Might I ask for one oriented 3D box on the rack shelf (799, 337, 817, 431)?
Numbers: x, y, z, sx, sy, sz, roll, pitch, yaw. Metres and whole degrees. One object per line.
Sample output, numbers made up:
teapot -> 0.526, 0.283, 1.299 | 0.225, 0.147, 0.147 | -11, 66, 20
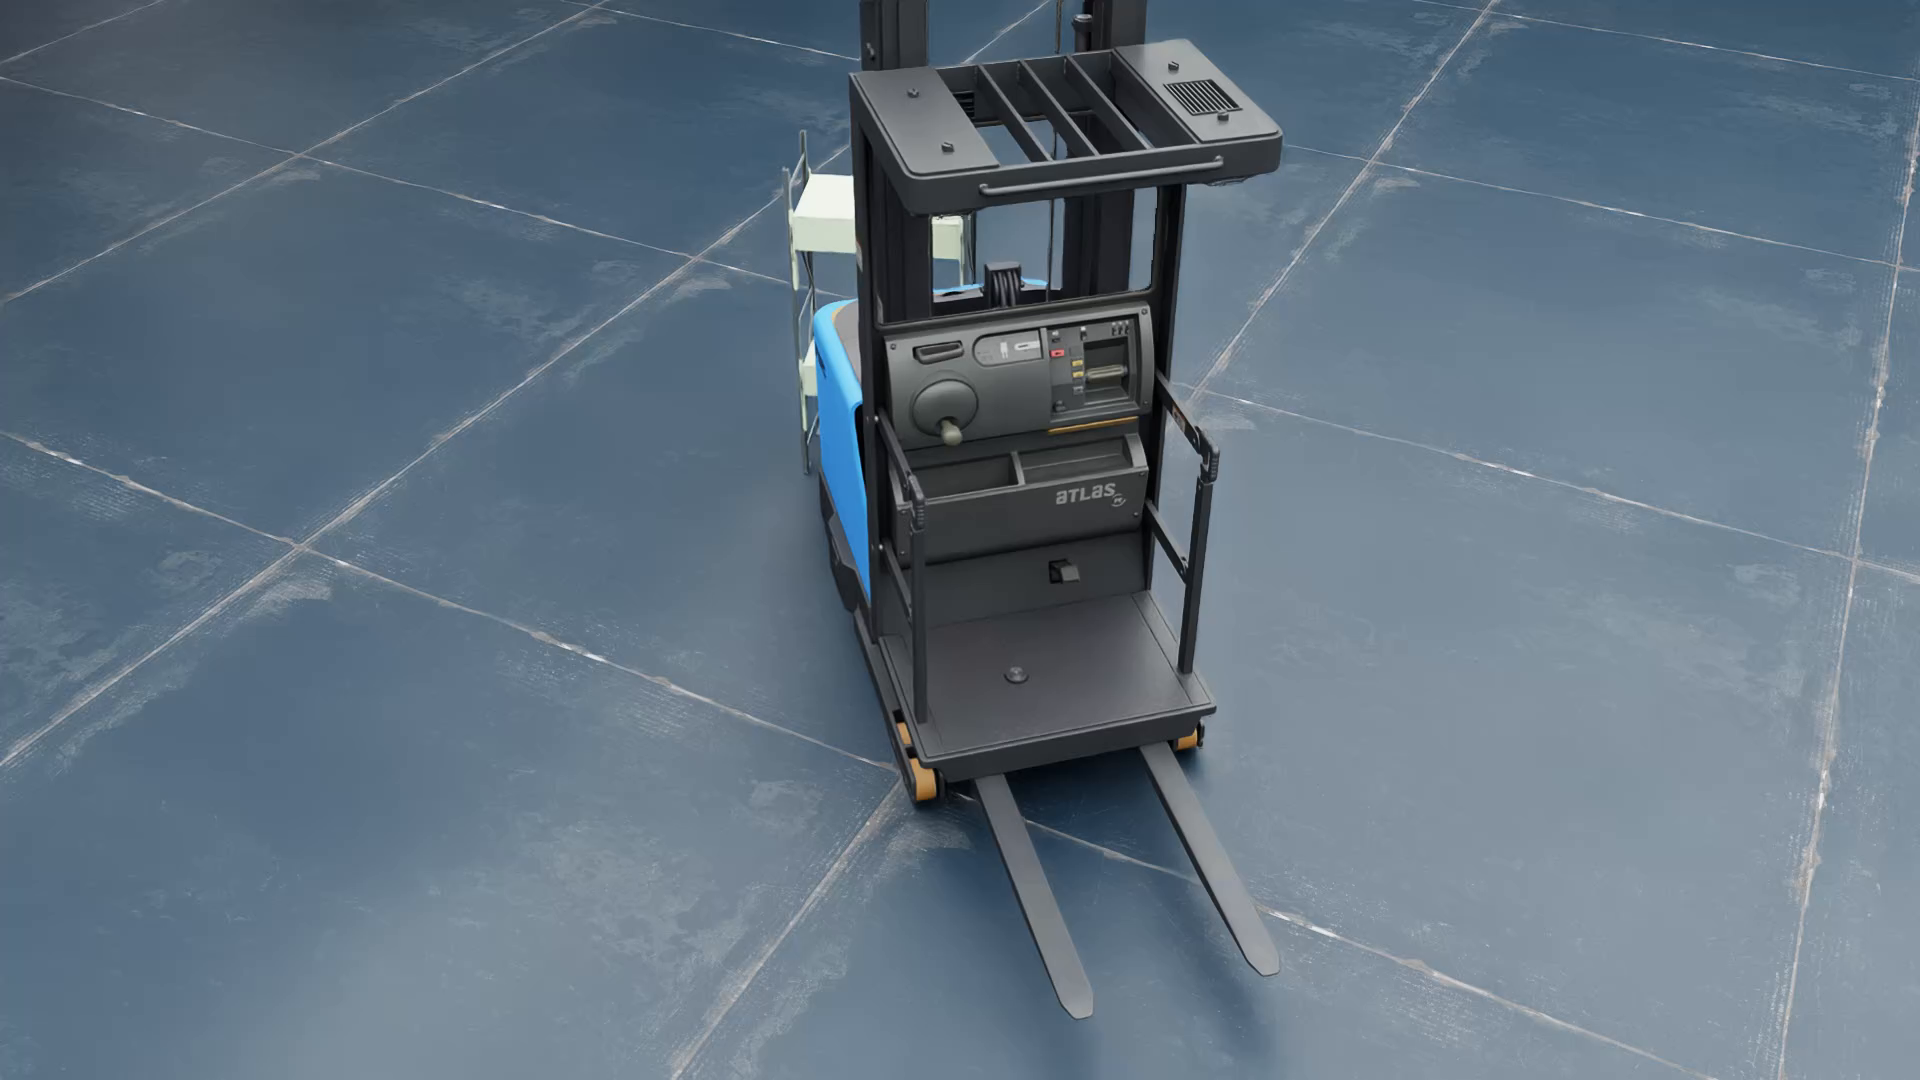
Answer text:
rack shelf -> -0.325, -0.738, 7.521 | 0.720, 0.370, 0.431 | 4, 37, 5

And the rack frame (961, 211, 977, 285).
rack frame -> 0.039, -0.973, 7.291 | 0.023, 1.500, 0.400 | 4, 37, 5

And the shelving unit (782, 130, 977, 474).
shelving unit -> -0.325, -0.998, 7.324 | 0.755, 1.500, 0.431 | 4, 37, 5

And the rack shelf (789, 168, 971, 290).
rack shelf -> -0.325, -1.309, 7.088 | 0.720, 0.370, 0.431 | 4, 37, 5

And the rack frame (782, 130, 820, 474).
rack frame -> -0.688, -1.023, 7.357 | 0.023, 1.500, 0.400 | 4, 37, 5

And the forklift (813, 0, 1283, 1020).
forklift -> 0.269, -0.488, 5.468 | 1.130, 2.935, 3.031 | -9, 38, -12
